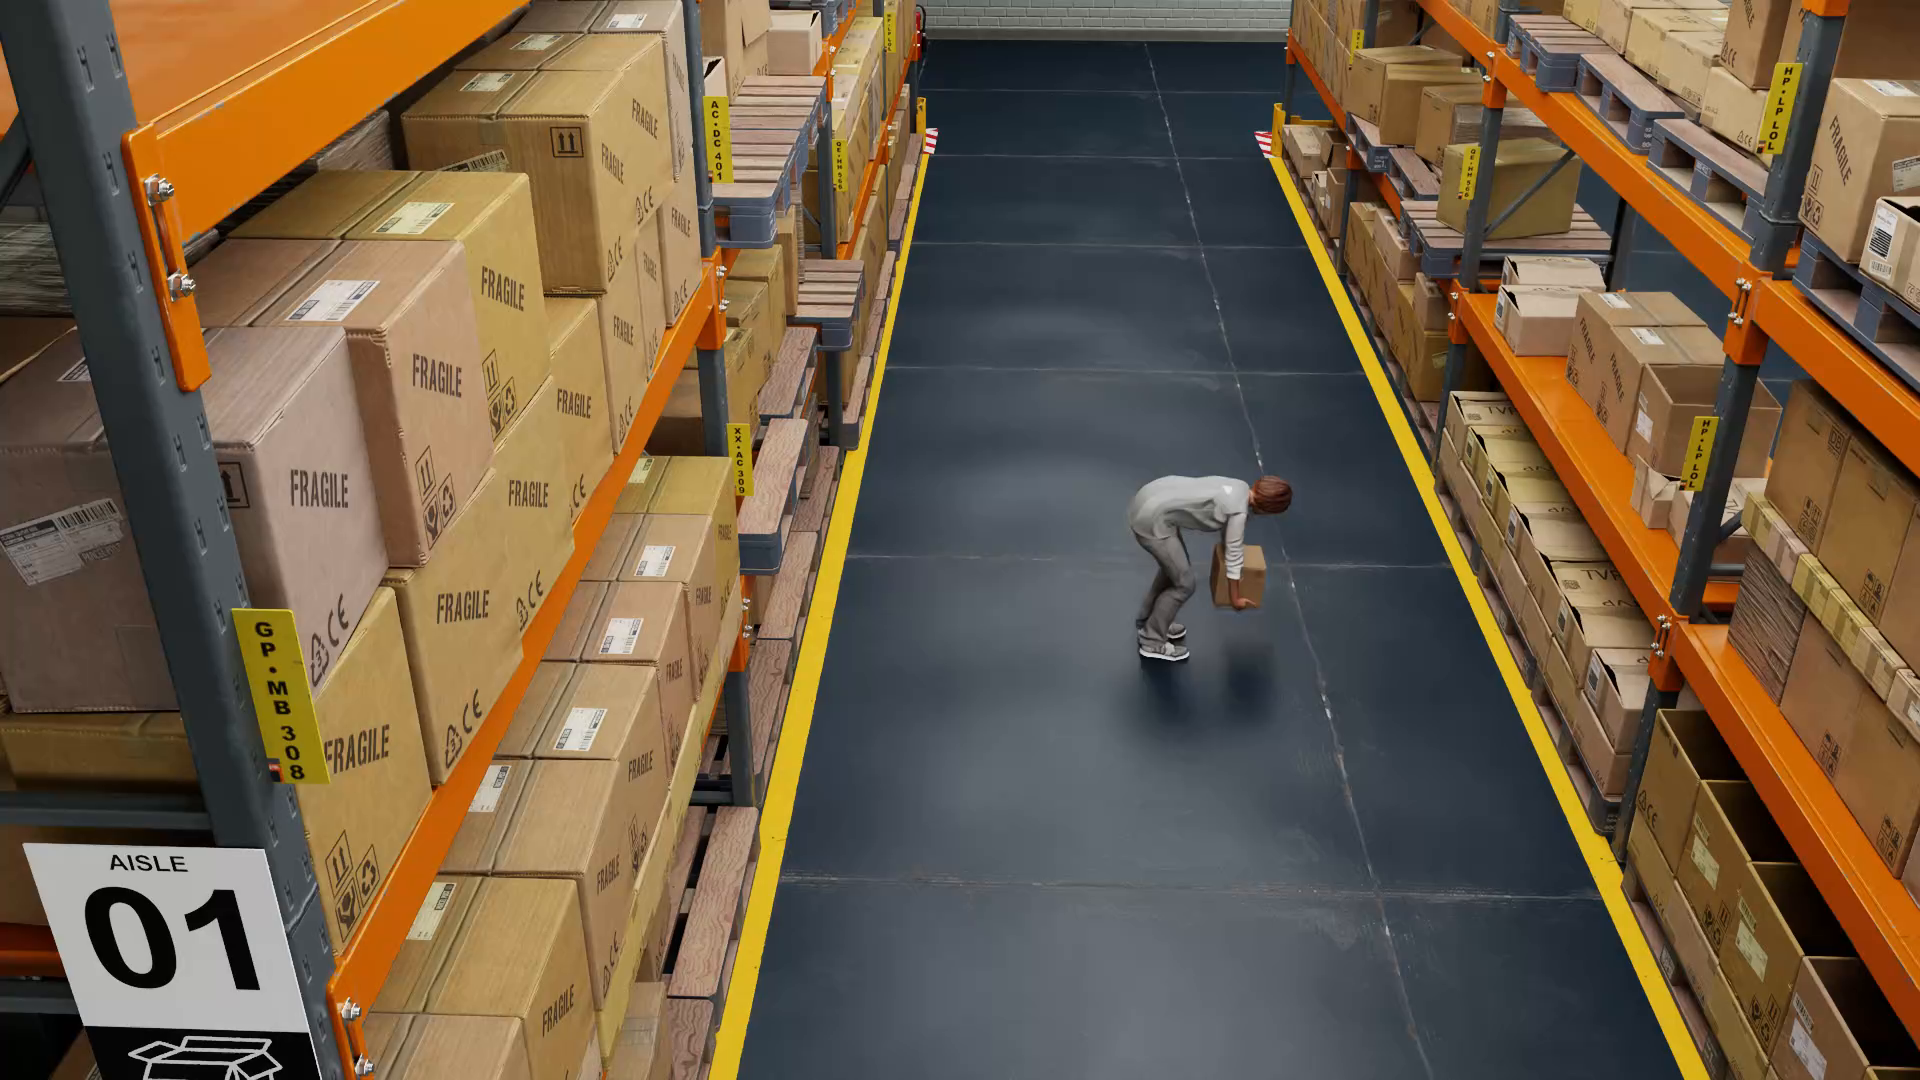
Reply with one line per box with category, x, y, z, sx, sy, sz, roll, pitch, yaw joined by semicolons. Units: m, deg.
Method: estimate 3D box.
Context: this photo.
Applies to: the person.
person;1.322;0.130;8.974;0.864;1.047;0.390;0;28;0
